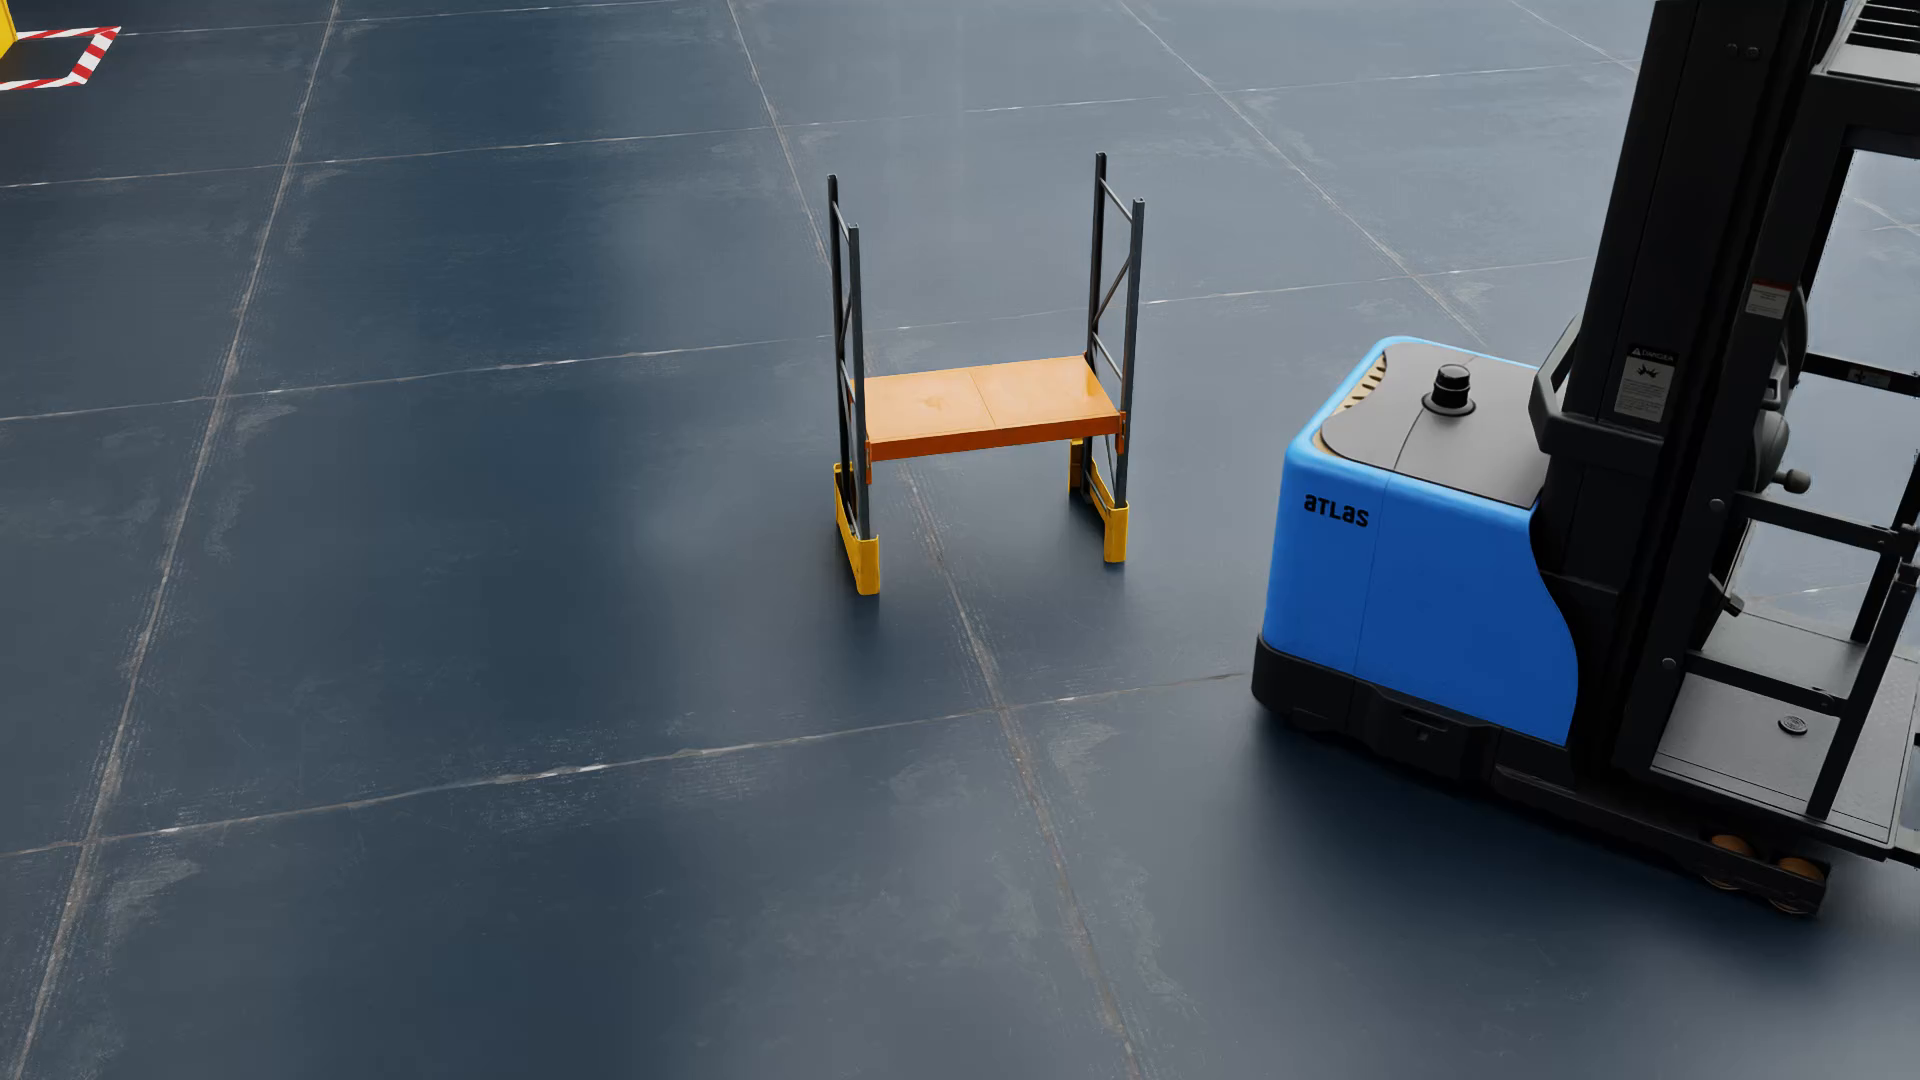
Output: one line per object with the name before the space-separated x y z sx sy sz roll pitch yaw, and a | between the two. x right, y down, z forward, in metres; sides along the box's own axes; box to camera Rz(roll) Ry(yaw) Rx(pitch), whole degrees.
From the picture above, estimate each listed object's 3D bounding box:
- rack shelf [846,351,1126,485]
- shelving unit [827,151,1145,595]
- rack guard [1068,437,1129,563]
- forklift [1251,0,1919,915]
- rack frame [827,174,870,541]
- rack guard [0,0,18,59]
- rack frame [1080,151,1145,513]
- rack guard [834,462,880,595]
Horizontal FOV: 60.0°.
rack shelf | 0.083 -0.484 6.448 1.000 0.185 0.538 -7 35 -11
shelving unit | 0.074 -0.632 6.346 1.083 1.500 0.587 -7 35 -11
rack guard | 0.560 -0.174 6.786 0.087 0.250 0.587 -7 35 -11
forklift | 2.550 -0.422 4.749 3.031 2.935 1.130 18 38 25
rack frame | -0.413 -0.571 6.255 0.032 1.500 0.500 -7 35 -11
rack guard | -6.991 -3.592 11.654 0.348 0.500 1.175 -7 35 -11
rack frame | 0.579 -0.696 6.441 0.032 1.500 0.500 -7 35 -11
rack guard | -0.411 -0.052 6.603 0.087 0.250 0.587 -7 35 -11
